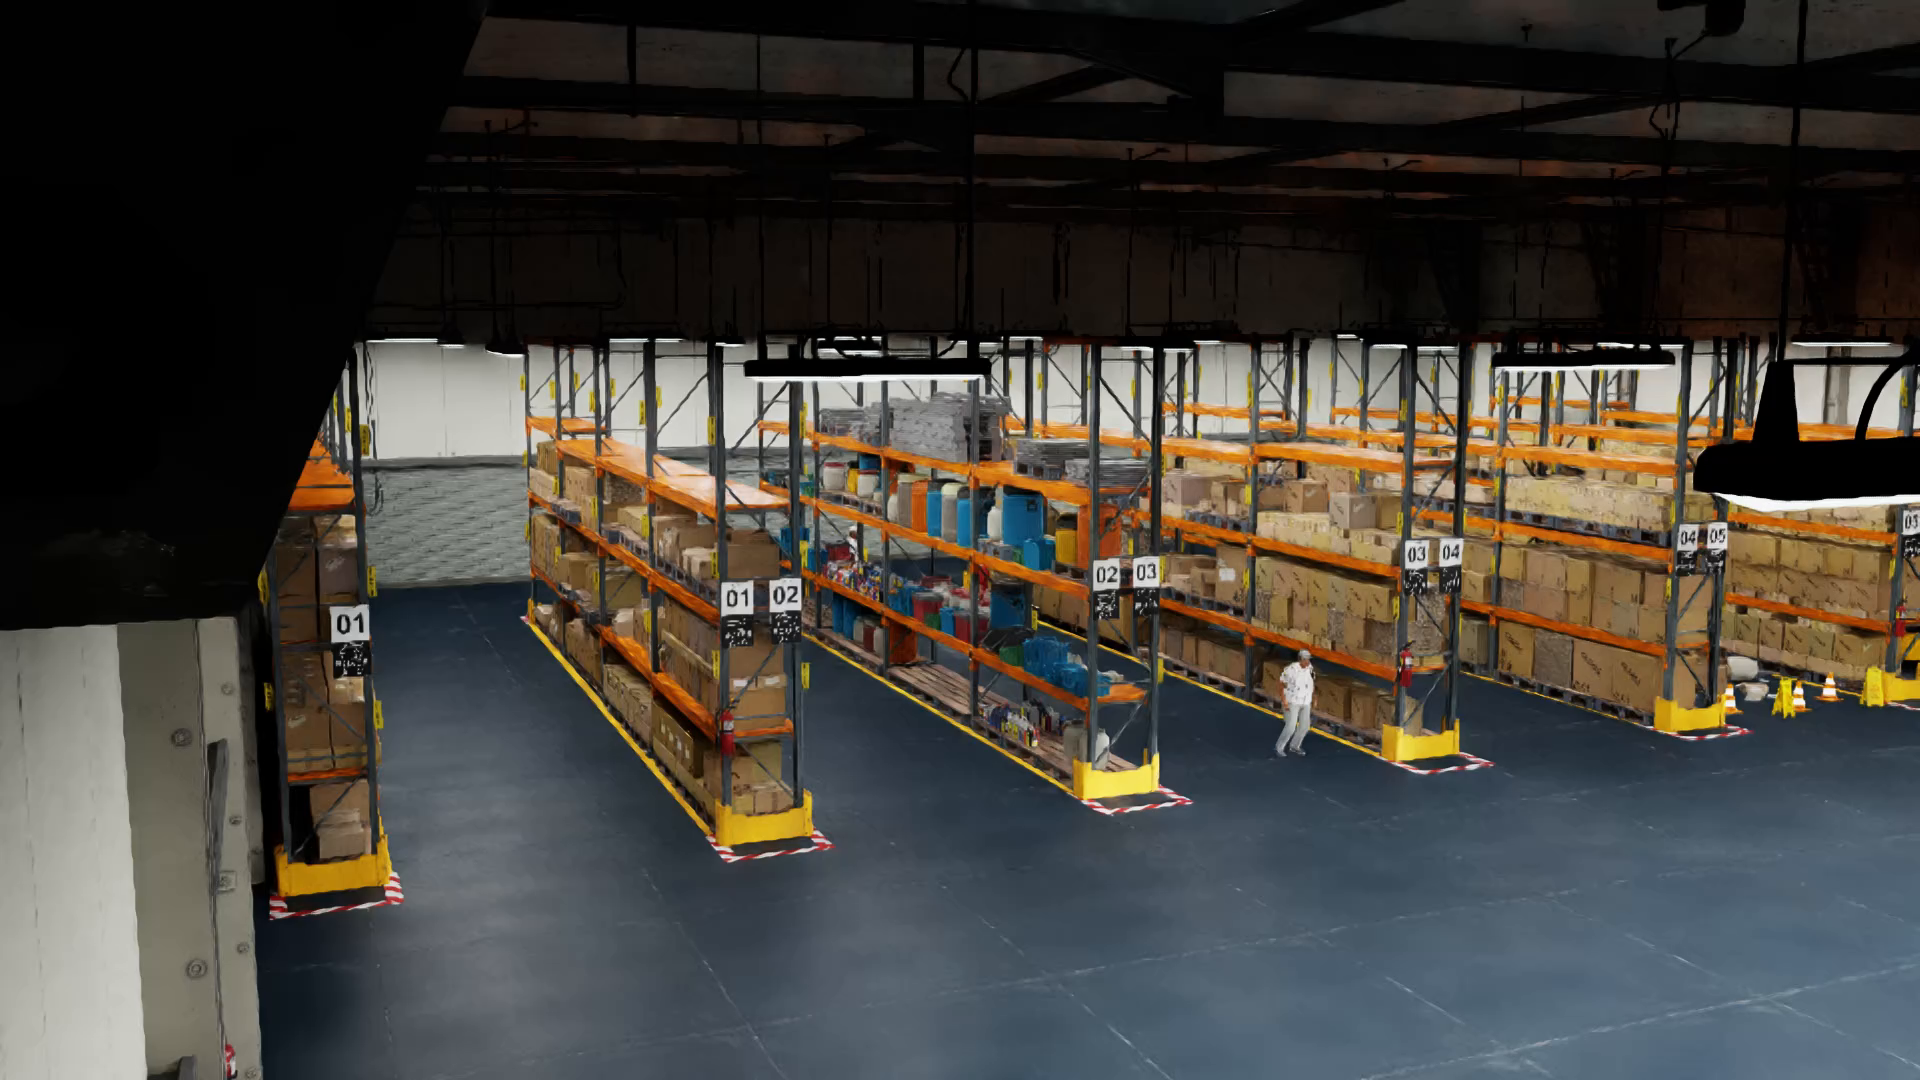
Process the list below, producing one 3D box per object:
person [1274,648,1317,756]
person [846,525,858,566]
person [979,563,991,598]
[{"bbox_3d":[4.897,2.345,24.110,0.625,1.611,0.582,-4,8,-25],"label":"person"},{"bbox_3d":[-2.378,0.554,36.879,0.510,1.770,0.669,-1,8,-10],"label":"person"},{"bbox_3d":[0.385,1.141,32.539,0.586,1.723,0.652,1,8,4],"label":"person"}]
